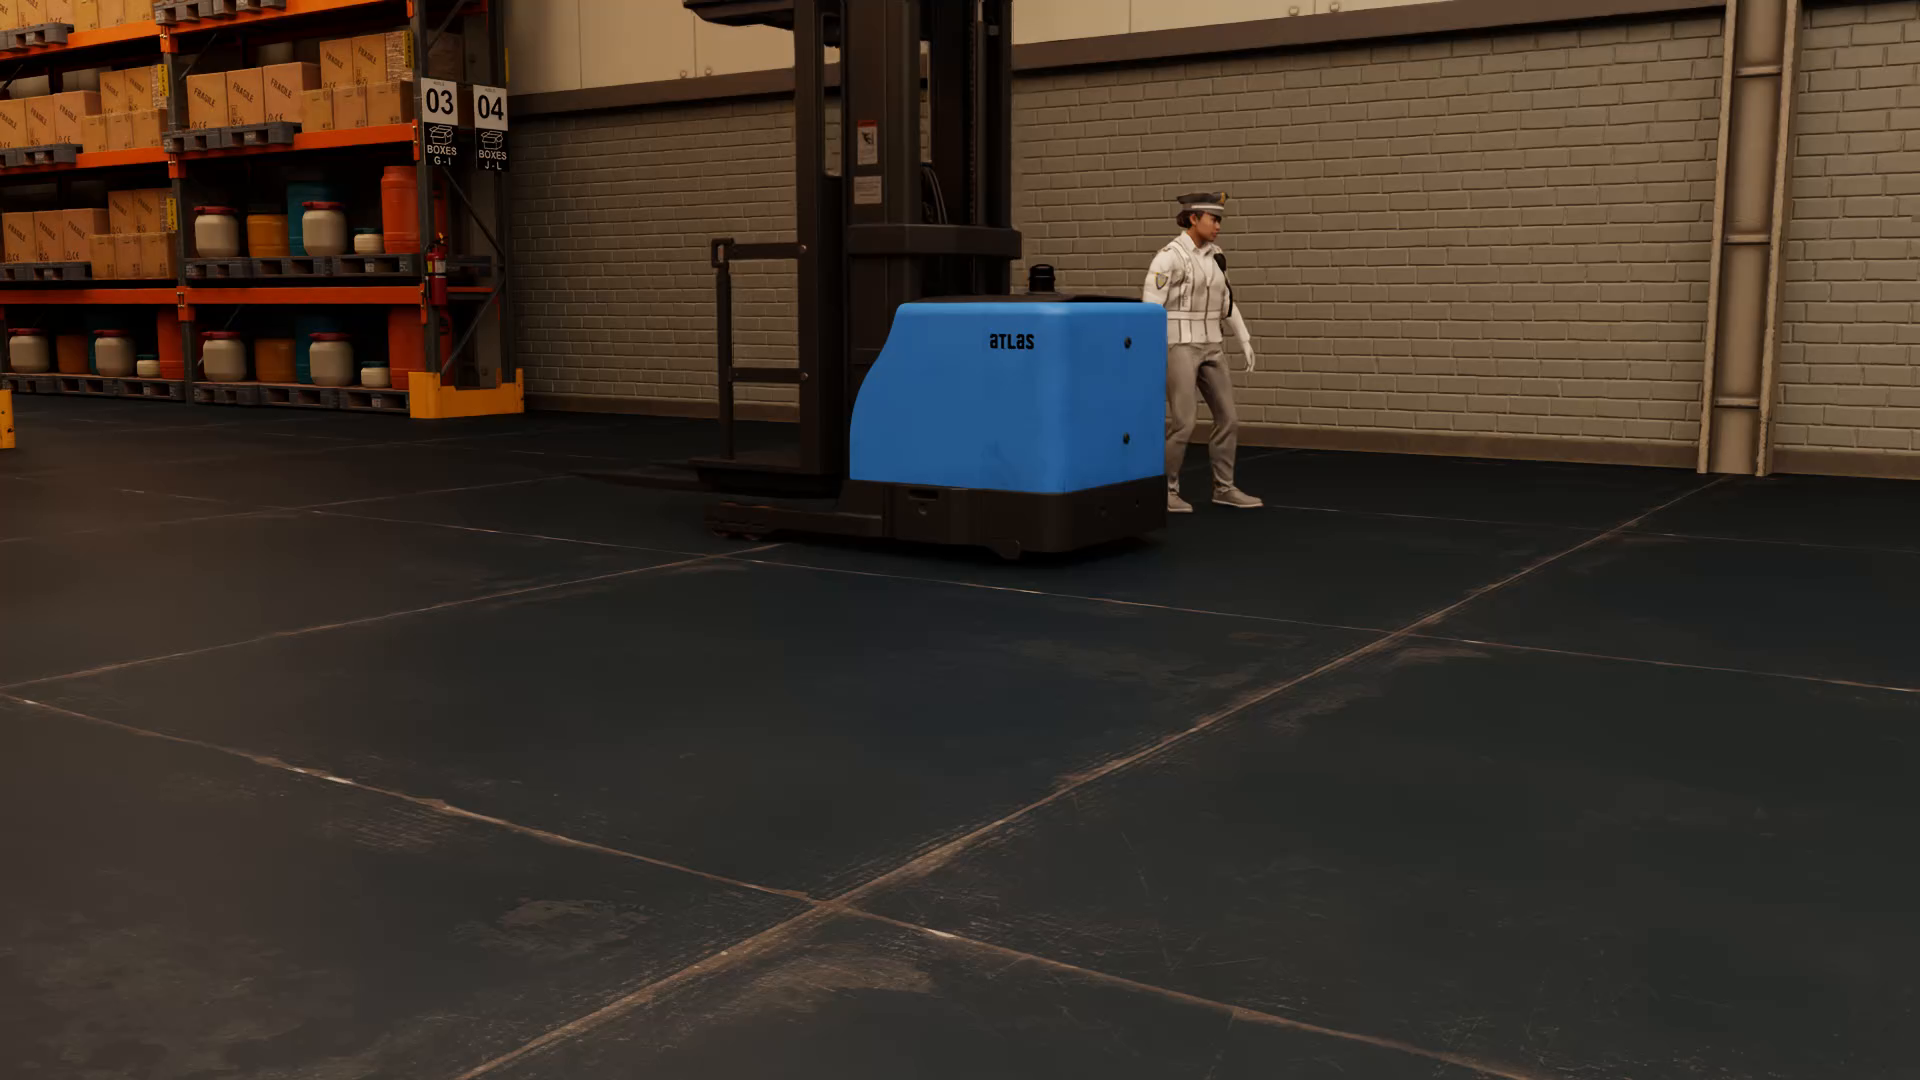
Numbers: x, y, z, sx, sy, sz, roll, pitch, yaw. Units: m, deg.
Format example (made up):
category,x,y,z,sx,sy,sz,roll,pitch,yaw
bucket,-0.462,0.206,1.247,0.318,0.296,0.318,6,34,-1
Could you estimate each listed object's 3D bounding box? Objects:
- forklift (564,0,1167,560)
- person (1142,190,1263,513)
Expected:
category,x,y,z,sx,sy,sz,roll,pitch,yaw
forklift,-0.577,-1.502,7.753,3.031,2.935,1.130,5,10,33
person,1.228,-0.968,8.600,0.718,1.642,0.374,-6,10,-37
